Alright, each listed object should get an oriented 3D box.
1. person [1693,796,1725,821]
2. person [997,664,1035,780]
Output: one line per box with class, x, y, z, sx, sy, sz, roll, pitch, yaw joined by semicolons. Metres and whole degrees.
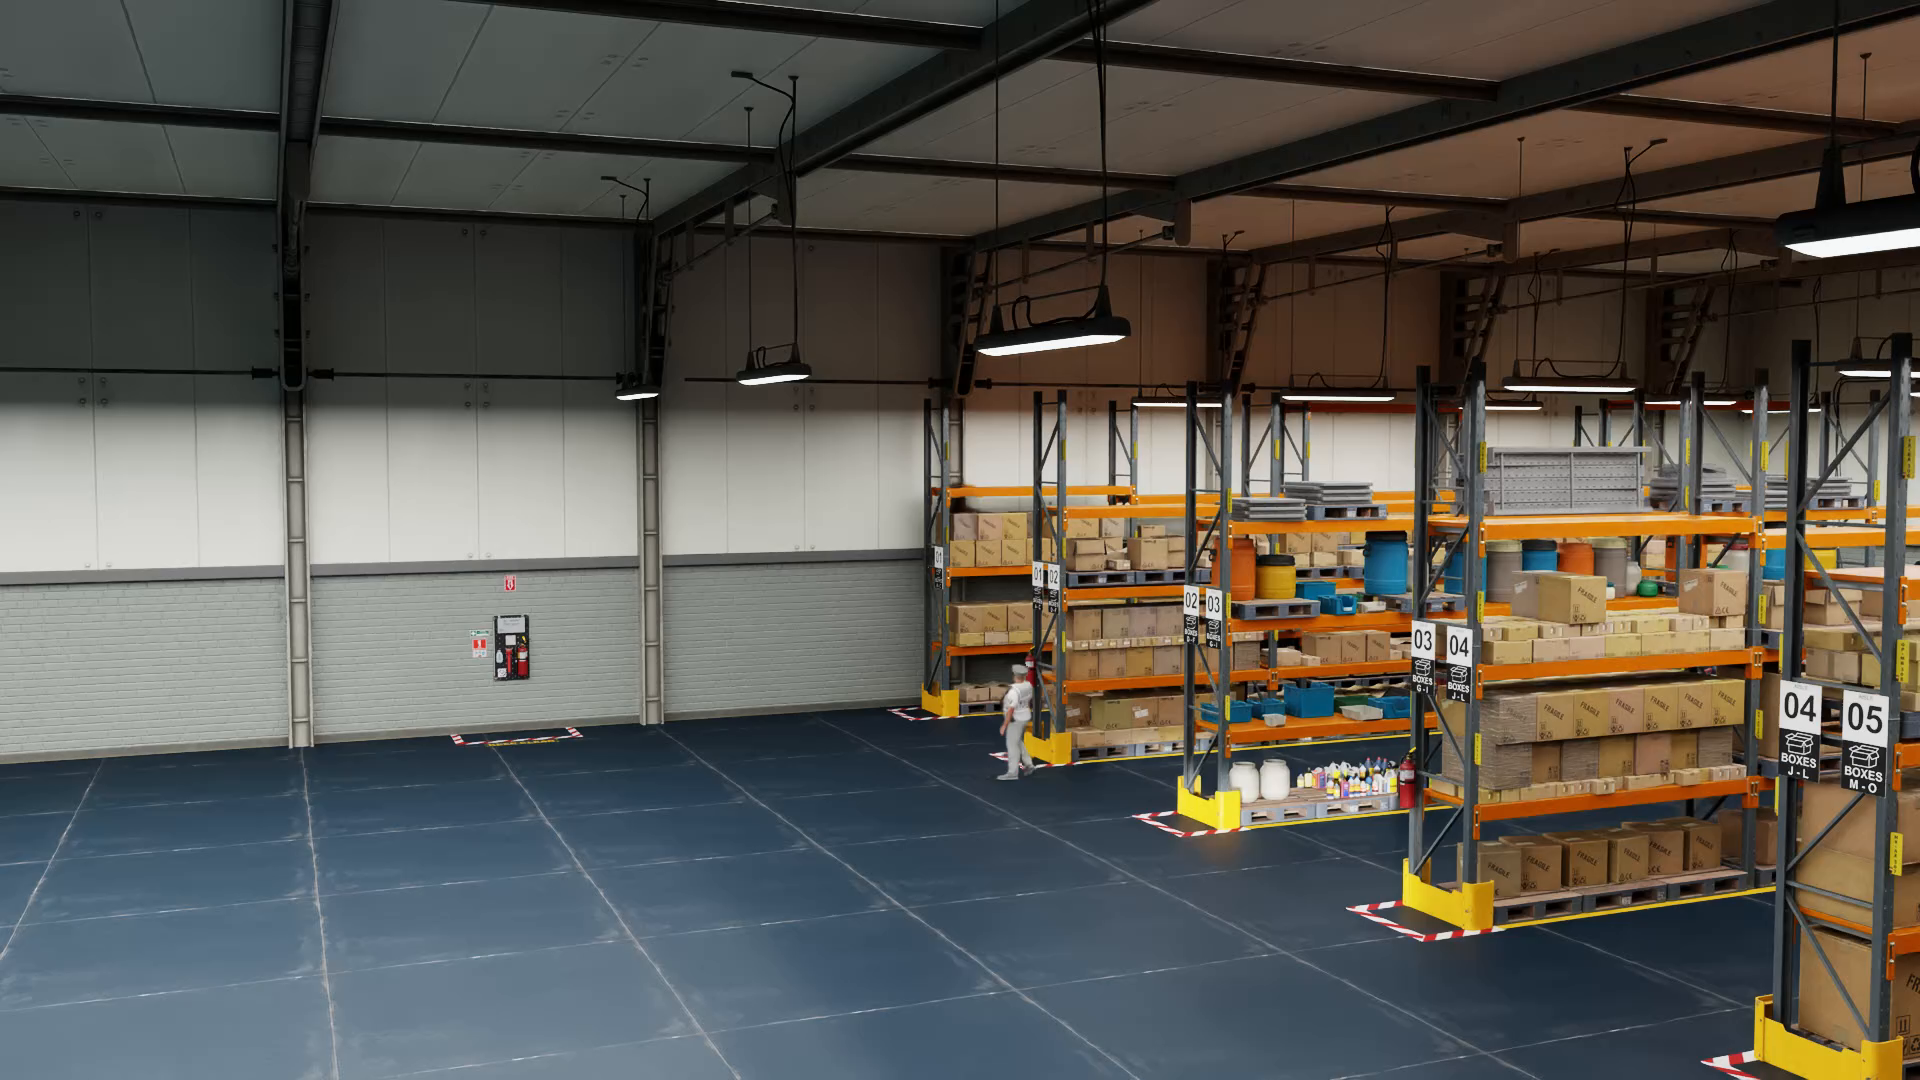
person;9.976;3.017;22.380;0.957;1.646;0.578;-1;3;-15
person;0.867;2.783;25.493;0.490;1.779;0.652;1;4;21
